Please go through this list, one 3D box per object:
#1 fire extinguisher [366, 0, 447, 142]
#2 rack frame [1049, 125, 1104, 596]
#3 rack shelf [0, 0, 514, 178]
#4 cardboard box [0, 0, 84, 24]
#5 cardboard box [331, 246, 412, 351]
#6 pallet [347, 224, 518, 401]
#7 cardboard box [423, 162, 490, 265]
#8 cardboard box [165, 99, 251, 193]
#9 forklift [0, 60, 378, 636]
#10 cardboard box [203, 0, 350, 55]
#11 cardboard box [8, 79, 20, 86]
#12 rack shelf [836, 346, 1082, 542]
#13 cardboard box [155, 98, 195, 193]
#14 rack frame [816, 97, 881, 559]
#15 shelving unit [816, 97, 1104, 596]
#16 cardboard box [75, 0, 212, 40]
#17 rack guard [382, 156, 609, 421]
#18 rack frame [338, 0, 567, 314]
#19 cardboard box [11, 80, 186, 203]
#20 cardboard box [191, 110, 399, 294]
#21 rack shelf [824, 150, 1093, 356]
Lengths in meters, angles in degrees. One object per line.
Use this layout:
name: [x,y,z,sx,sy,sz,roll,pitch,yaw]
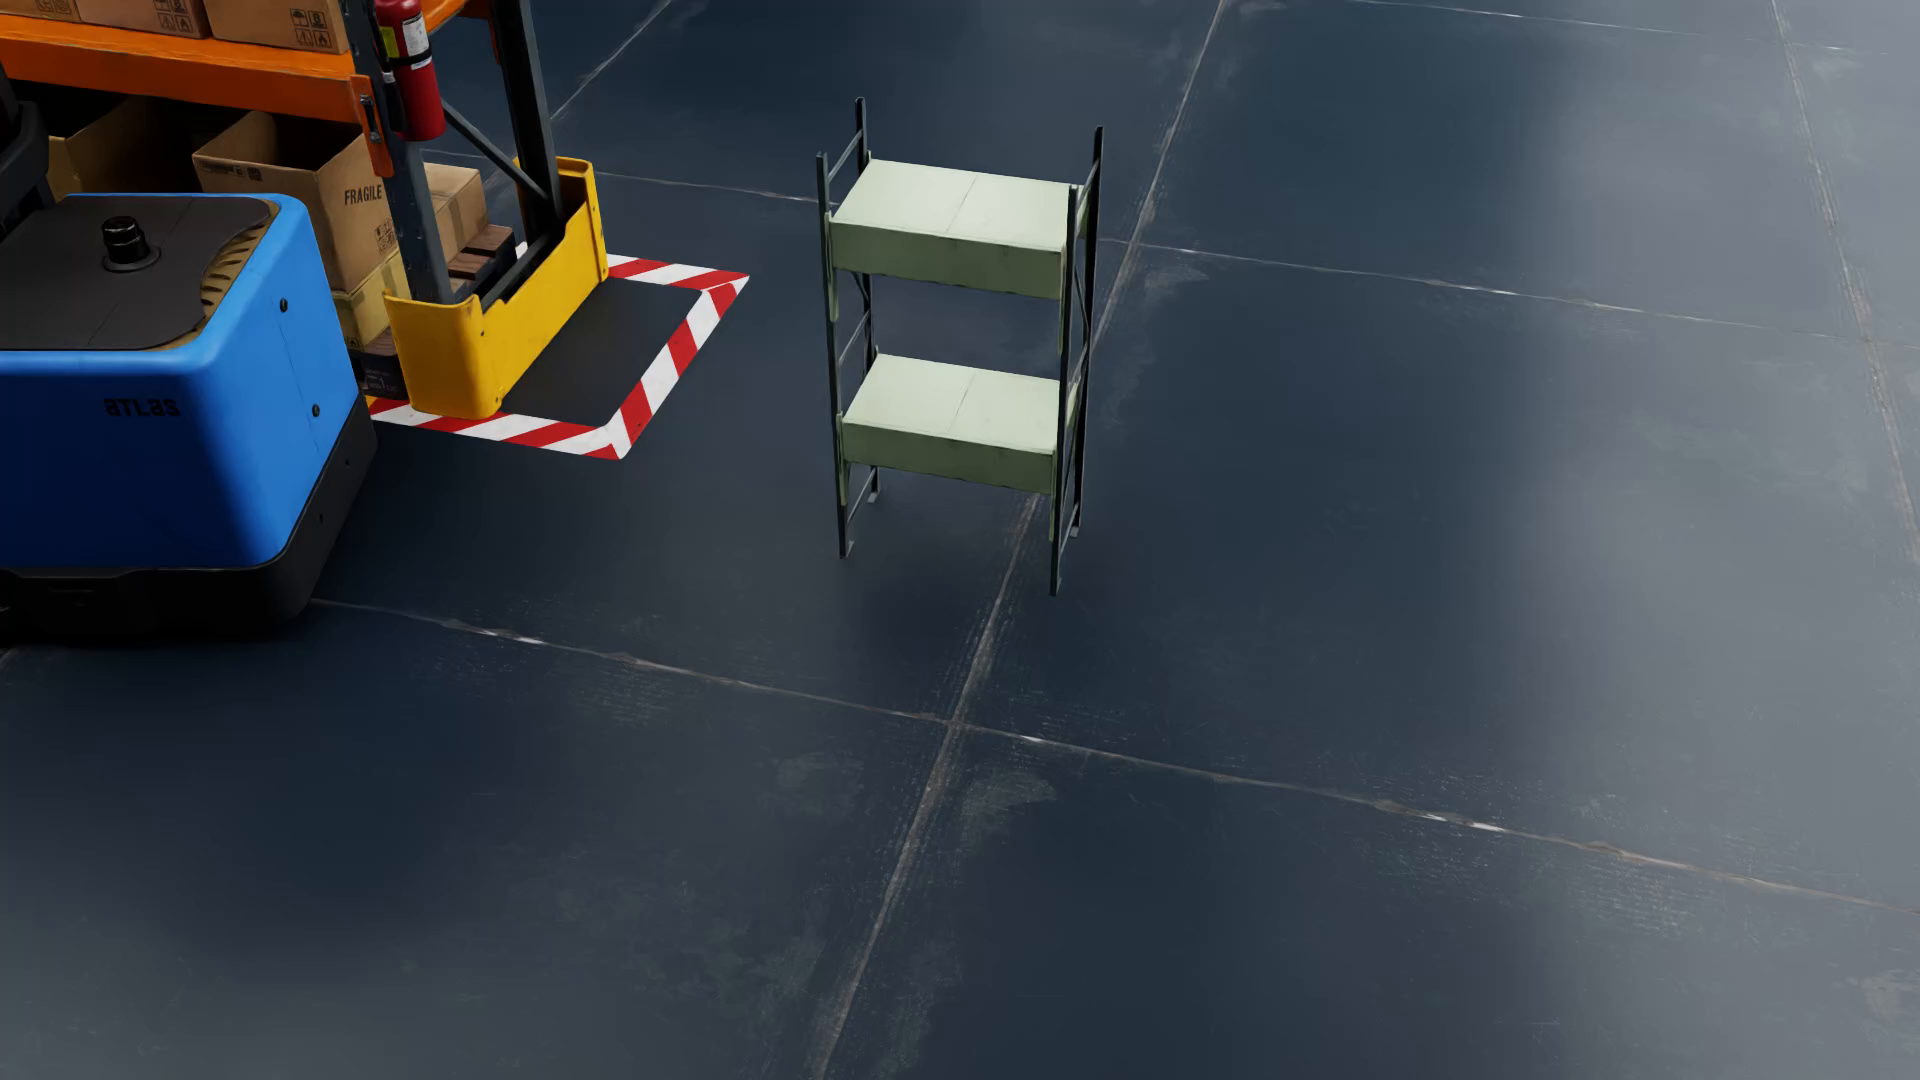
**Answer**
fire extinguisher: [-1.832,-1.648,5.440,0.183,0.674,0.296,10,41,11]
rack frame: [0.360,-0.512,5.194,0.023,1.500,0.400,10,41,11]
rack shelf: [-3.758,-2.043,6.410,4.000,0.370,1.077,10,41,11]
cardboard box: [-3.260,-2.280,6.055,0.500,0.500,0.700,10,41,12]
cardboard box: [-2.420,-0.999,6.419,0.500,0.250,0.500,10,41,11]
pallet: [-2.576,-1.019,6.799,1.213,0.211,1.003,10,41,11]
cardboard box: [-2.287,-1.321,6.802,0.500,0.250,0.500,10,41,11]
cardboard box: [-2.770,-1.690,6.659,0.500,0.500,0.500,10,41,11]
forklift: [-3.630,-1.132,4.819,3.031,2.935,1.130,0,40,0]
cardboard box: [-2.274,-2.110,5.852,0.500,0.500,0.700,10,41,11]
cardboard box: [-3.874,-1.526,6.463,0.500,0.500,0.500,10,41,11]
rack shelf: [0.006,-0.324,5.476,0.720,0.370,0.431,10,41,11]
cardboard box: [-3.256,-1.765,6.748,0.500,0.500,0.500,10,41,11]
rack frame: [-0.347,-0.634,5.339,0.023,1.500,0.400,10,41,11]
shelving unit: [0.006,-0.573,5.266,0.755,1.500,0.431,10,41,11]
cardboard box: [-2.782,-2.194,5.952,0.500,0.500,0.700,11,41,13]
rack guard: [-1.803,-1.025,6.582,0.348,0.500,1.175,10,41,11]
rack frame: [-1.826,-1.986,5.782,0.127,3.000,1.000,10,41,11]
cardboard box: [-3.391,-1.442,6.364,0.500,0.500,0.500,10,41,11]
cardboard box: [-2.421,-1.285,6.176,0.500,0.500,0.500,10,41,11]
rack shelf: [0.006,-0.872,5.015,0.720,0.370,0.431,10,41,11]
